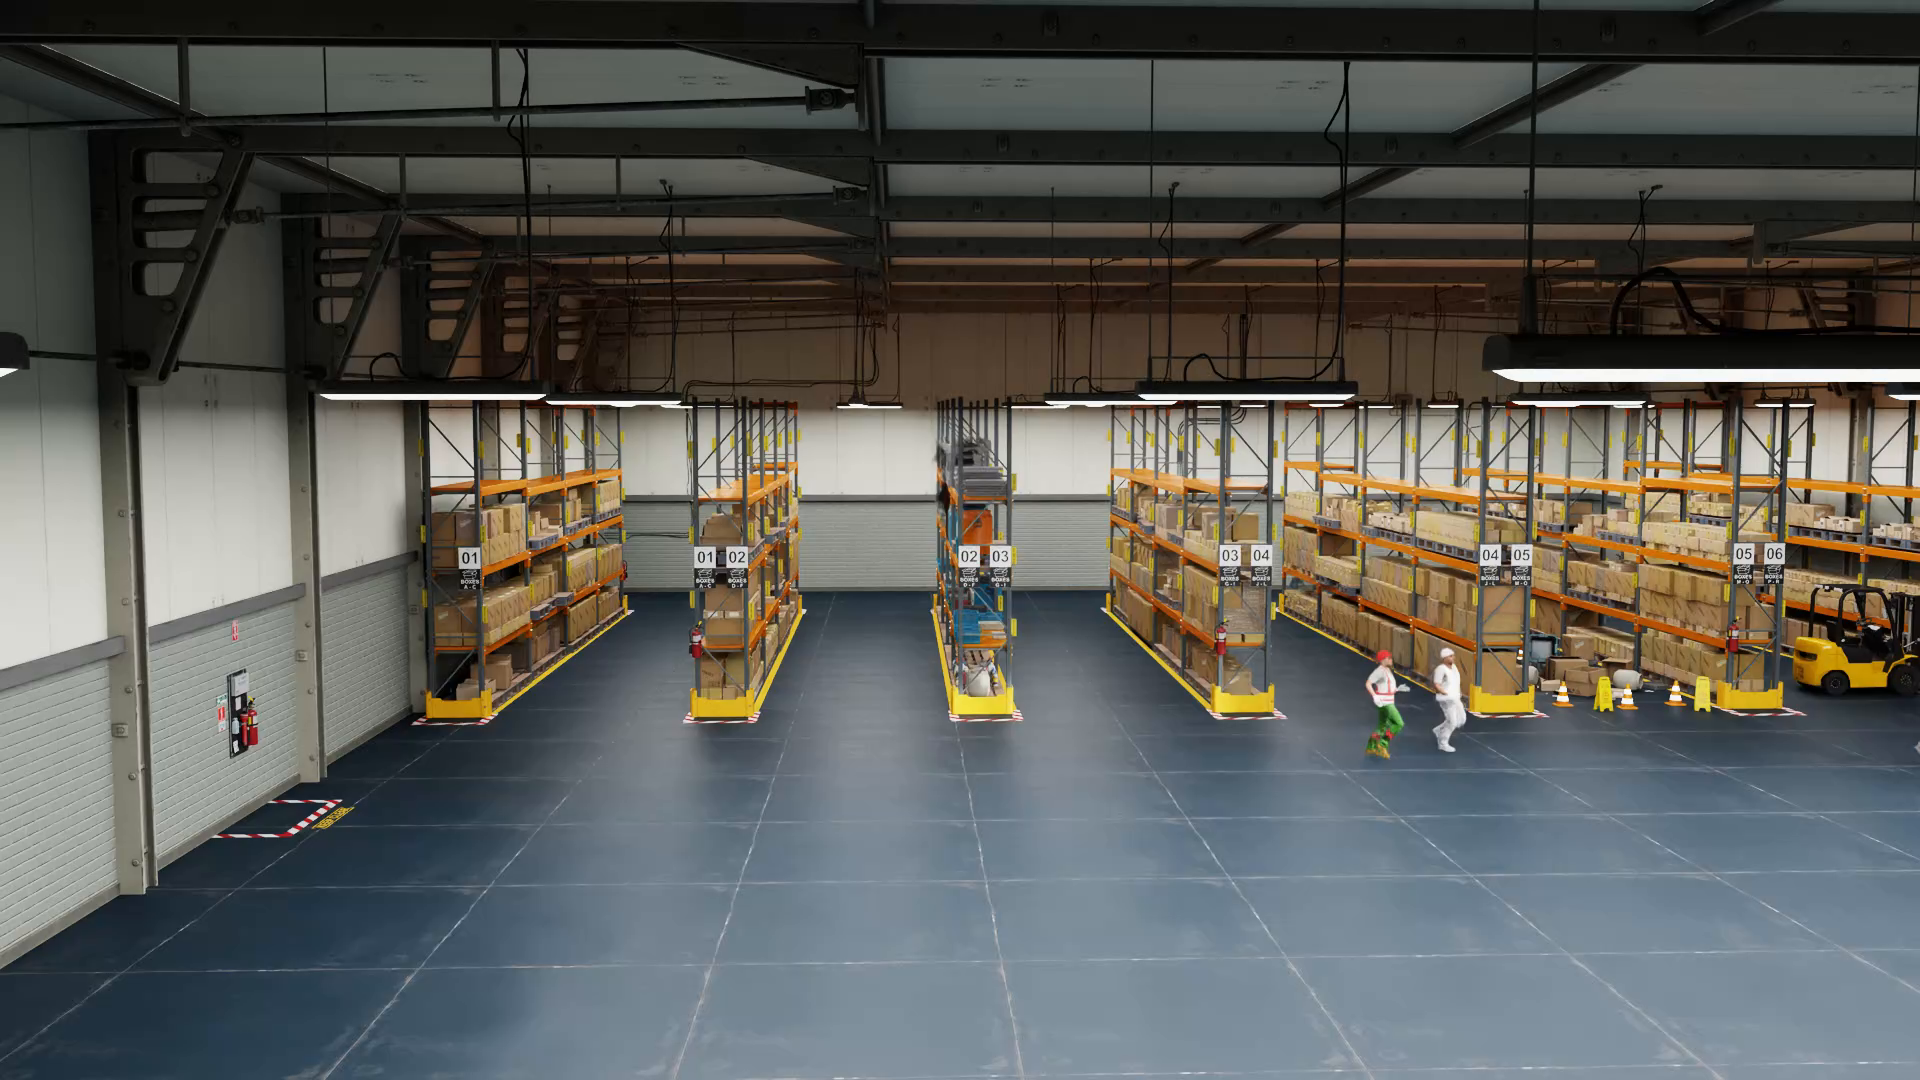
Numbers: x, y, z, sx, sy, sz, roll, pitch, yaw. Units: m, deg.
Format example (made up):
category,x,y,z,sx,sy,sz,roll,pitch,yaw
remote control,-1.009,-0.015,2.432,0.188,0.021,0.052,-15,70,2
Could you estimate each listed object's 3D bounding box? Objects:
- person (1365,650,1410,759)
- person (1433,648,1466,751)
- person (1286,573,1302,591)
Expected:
category,x,y,z,sx,sy,sz,roll,pitch,yaw
person,7.052,2.712,27.417,0.682,1.781,0.654,2,5,22
person,8.240,2.690,28.067,0.532,1.742,0.663,4,6,40
person,9.915,1.088,48.924,0.786,1.746,0.752,2,5,28
